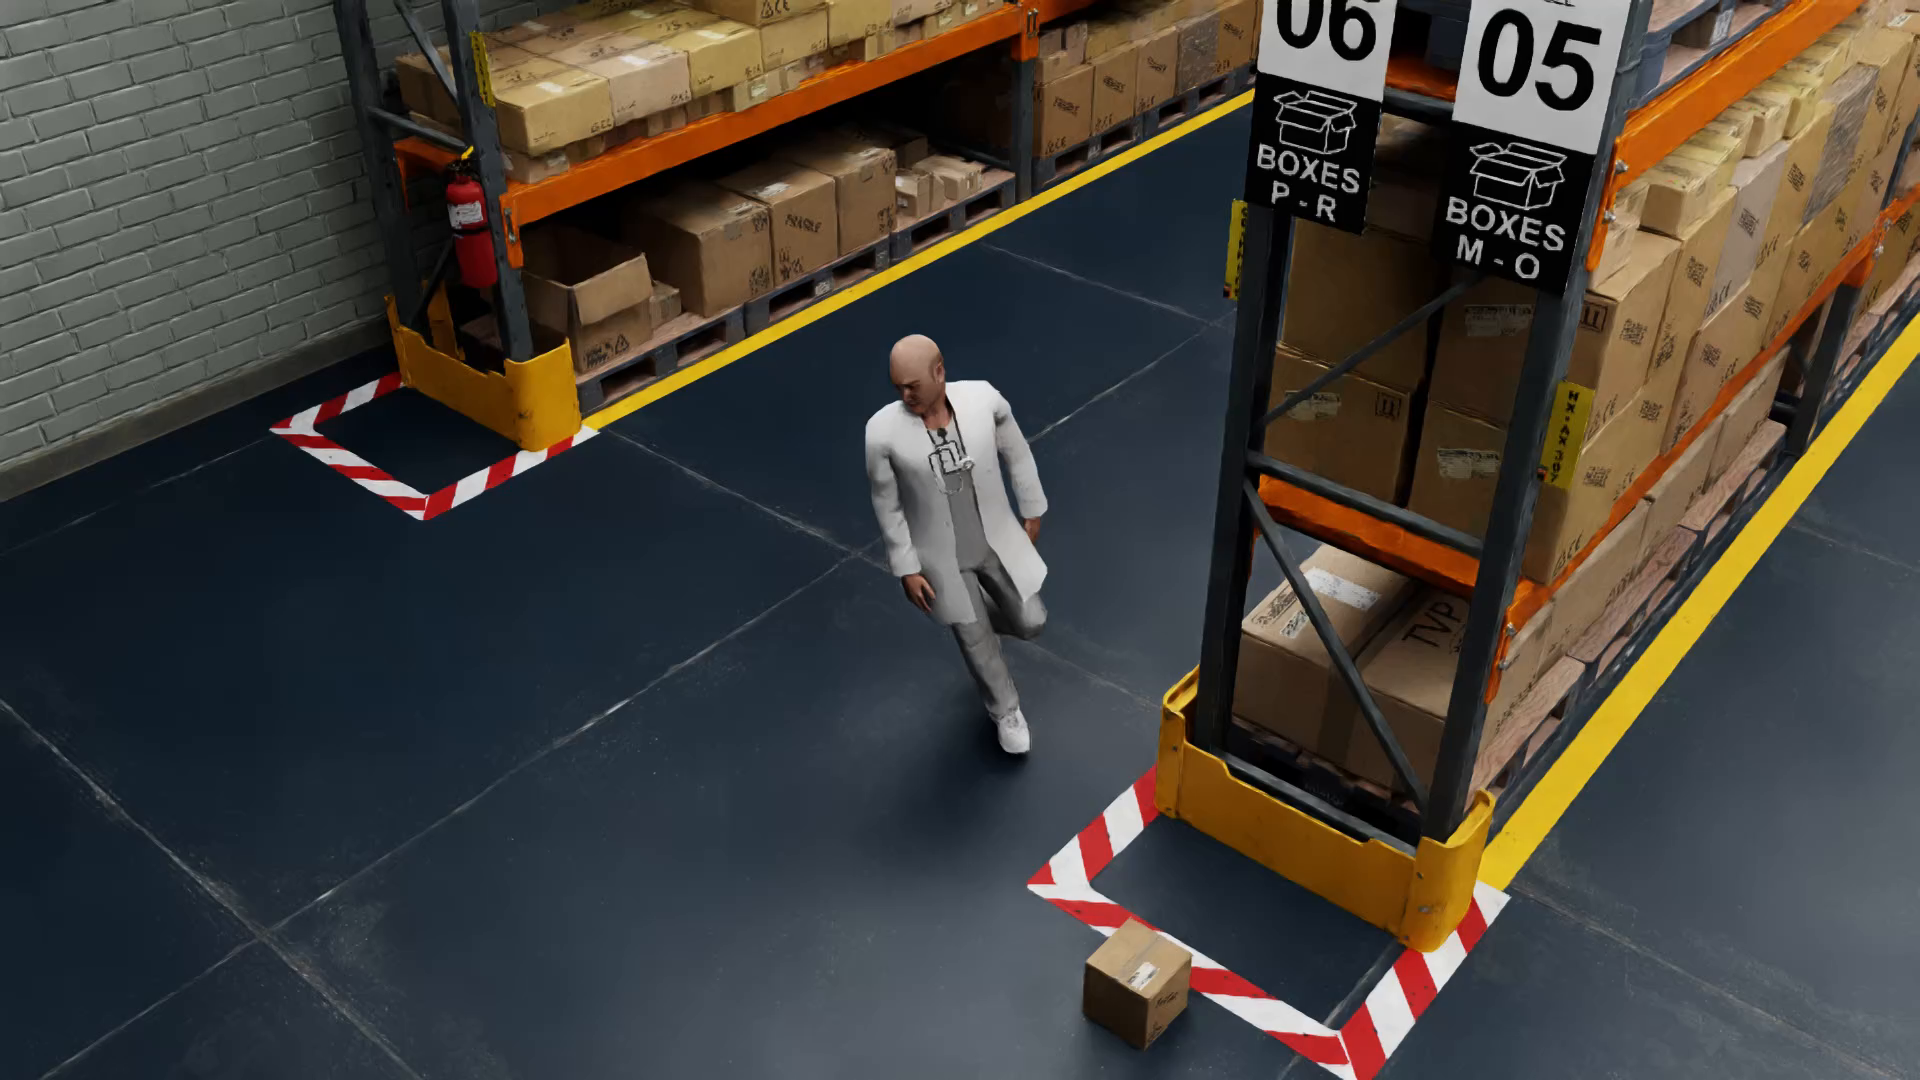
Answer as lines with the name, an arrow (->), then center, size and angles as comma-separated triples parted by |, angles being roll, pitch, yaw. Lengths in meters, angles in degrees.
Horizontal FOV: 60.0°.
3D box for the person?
person -> 0.003, 0.077, 6.227 | 0.690, 1.551, 0.678 | -14, 37, -19
